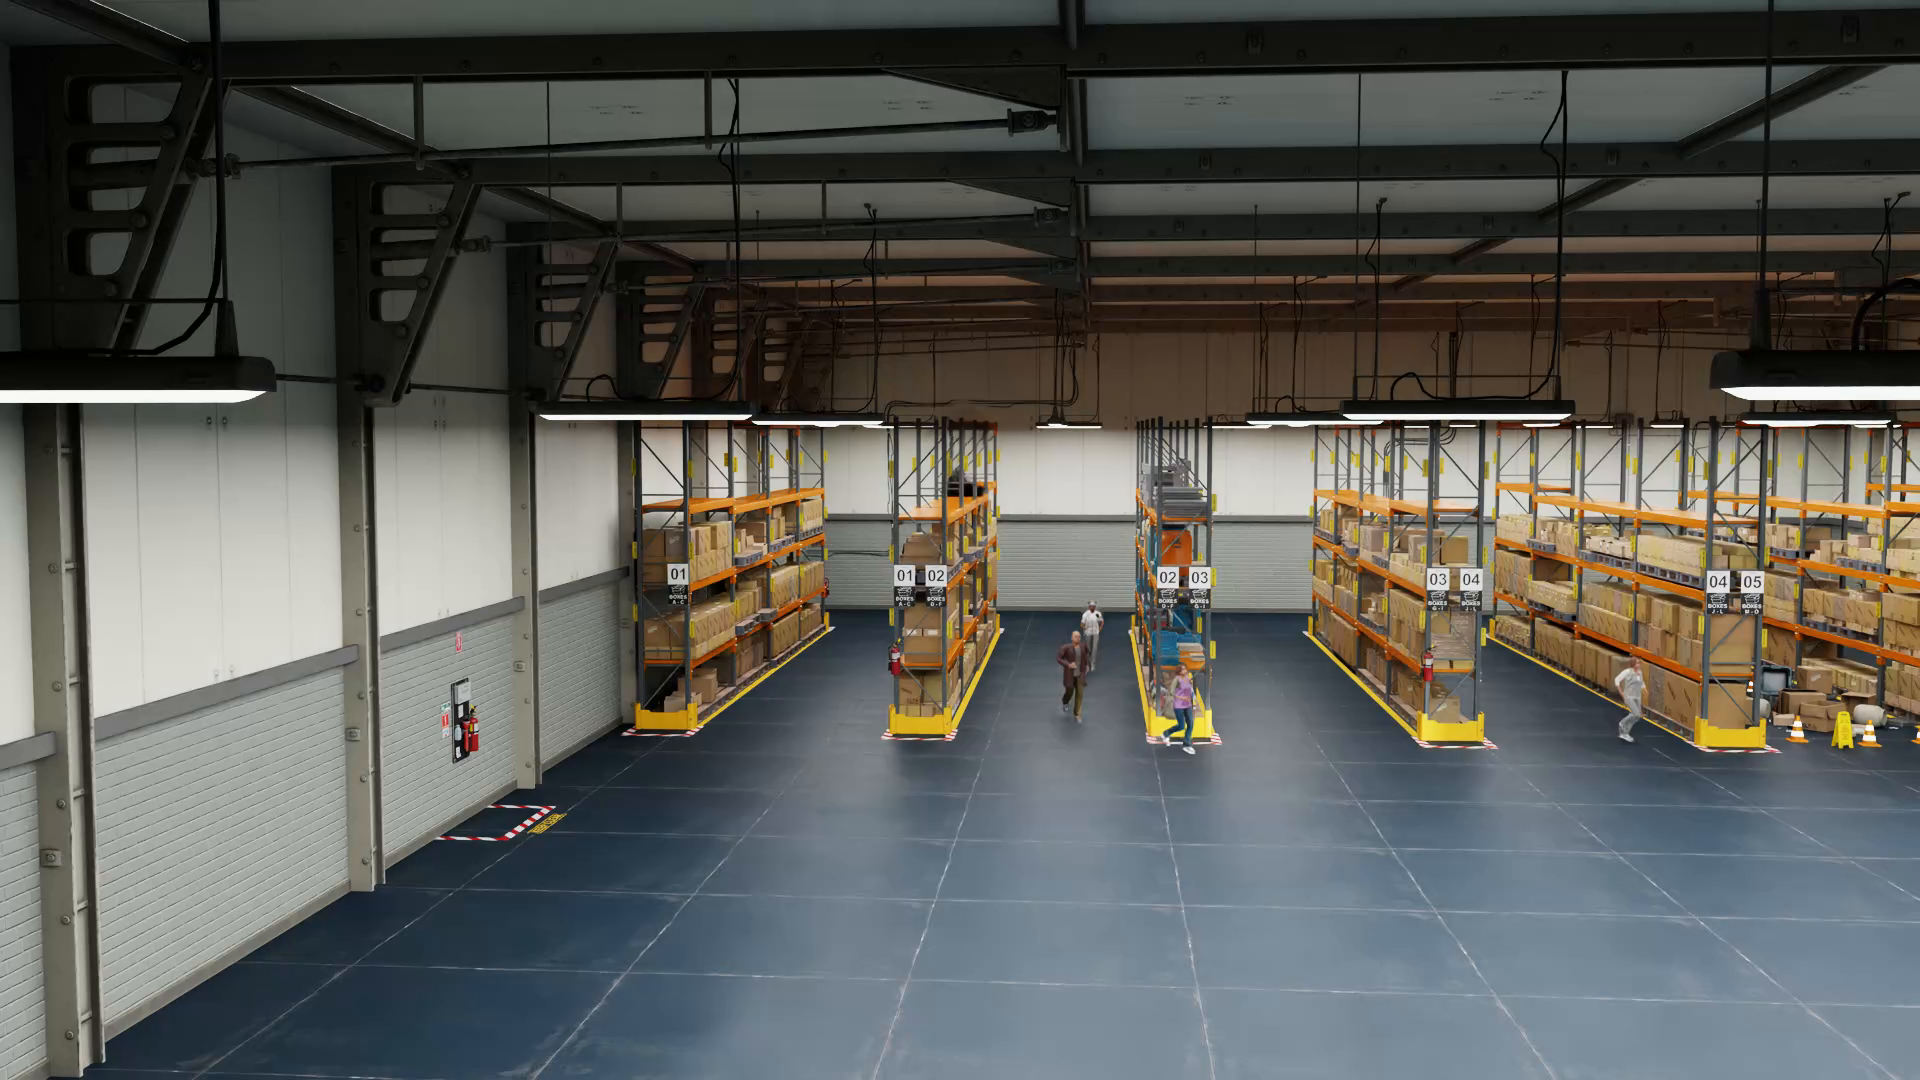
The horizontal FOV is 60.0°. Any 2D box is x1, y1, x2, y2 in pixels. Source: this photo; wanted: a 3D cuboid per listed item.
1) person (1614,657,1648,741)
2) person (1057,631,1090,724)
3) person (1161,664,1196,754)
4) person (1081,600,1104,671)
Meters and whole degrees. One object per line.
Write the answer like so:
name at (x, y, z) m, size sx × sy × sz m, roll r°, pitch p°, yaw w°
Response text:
person at (12.415, 2.934, 30.652) m, size 0.585 × 1.561 × 0.508 m, roll -2°, pitch 4°, yaw -24°
person at (2.257, 2.680, 33.012) m, size 0.733 × 1.781 × 1.104 m, roll -1°, pitch 4°, yaw -15°
person at (3.917, 3.001, 29.707) m, size 0.695 × 1.599 × 0.544 m, roll 4°, pitch 5°, yaw 44°
person at (3.198, 2.281, 40.132) m, size 0.578 × 1.691 × 0.791 m, roll 0°, pitch 4°, yaw 3°
